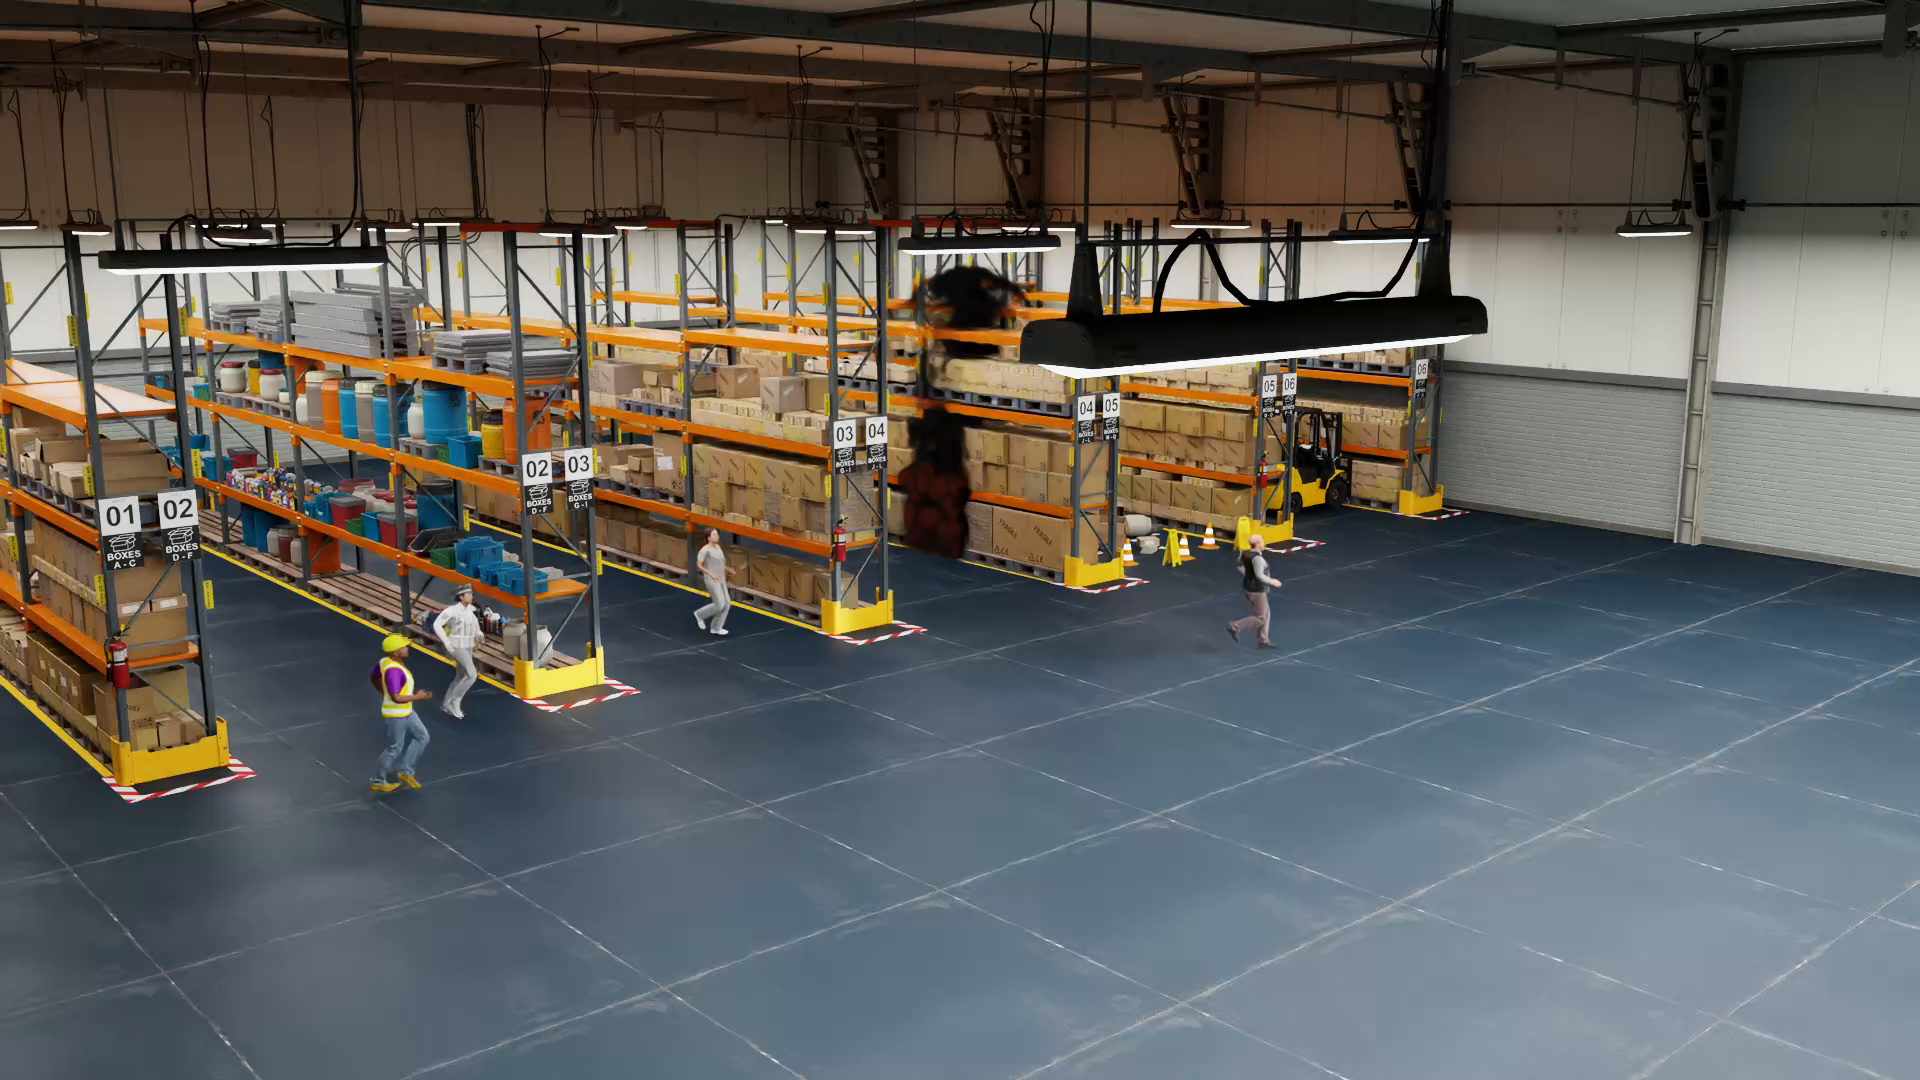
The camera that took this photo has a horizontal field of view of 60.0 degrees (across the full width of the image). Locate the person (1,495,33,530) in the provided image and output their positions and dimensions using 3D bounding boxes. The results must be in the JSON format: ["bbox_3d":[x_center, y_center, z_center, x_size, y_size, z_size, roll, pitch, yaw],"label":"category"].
[{"bbox_3d":[-17.766,-0.801,31.284,0.960,1.757,0.724,7,13,30],"label":"person"}]

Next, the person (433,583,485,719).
[{"bbox_3d":[-6.244,1.374,20.920,0.610,1.667,0.614,4,12,18],"label":"person"}]

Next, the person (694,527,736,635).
[{"bbox_3d":[-3.666,0.605,24.759,0.588,1.619,0.561,5,13,25],"label":"person"}]

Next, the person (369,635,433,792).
[{"bbox_3d":[-6.073,1.905,18.033,0.731,1.800,0.686,-2,12,-12],"label":"person"}]

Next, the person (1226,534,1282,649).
[{"bbox_3d":[4.209,0.754,23.878,0.831,1.707,0.670,-2,12,-10],"label":"person"}]
